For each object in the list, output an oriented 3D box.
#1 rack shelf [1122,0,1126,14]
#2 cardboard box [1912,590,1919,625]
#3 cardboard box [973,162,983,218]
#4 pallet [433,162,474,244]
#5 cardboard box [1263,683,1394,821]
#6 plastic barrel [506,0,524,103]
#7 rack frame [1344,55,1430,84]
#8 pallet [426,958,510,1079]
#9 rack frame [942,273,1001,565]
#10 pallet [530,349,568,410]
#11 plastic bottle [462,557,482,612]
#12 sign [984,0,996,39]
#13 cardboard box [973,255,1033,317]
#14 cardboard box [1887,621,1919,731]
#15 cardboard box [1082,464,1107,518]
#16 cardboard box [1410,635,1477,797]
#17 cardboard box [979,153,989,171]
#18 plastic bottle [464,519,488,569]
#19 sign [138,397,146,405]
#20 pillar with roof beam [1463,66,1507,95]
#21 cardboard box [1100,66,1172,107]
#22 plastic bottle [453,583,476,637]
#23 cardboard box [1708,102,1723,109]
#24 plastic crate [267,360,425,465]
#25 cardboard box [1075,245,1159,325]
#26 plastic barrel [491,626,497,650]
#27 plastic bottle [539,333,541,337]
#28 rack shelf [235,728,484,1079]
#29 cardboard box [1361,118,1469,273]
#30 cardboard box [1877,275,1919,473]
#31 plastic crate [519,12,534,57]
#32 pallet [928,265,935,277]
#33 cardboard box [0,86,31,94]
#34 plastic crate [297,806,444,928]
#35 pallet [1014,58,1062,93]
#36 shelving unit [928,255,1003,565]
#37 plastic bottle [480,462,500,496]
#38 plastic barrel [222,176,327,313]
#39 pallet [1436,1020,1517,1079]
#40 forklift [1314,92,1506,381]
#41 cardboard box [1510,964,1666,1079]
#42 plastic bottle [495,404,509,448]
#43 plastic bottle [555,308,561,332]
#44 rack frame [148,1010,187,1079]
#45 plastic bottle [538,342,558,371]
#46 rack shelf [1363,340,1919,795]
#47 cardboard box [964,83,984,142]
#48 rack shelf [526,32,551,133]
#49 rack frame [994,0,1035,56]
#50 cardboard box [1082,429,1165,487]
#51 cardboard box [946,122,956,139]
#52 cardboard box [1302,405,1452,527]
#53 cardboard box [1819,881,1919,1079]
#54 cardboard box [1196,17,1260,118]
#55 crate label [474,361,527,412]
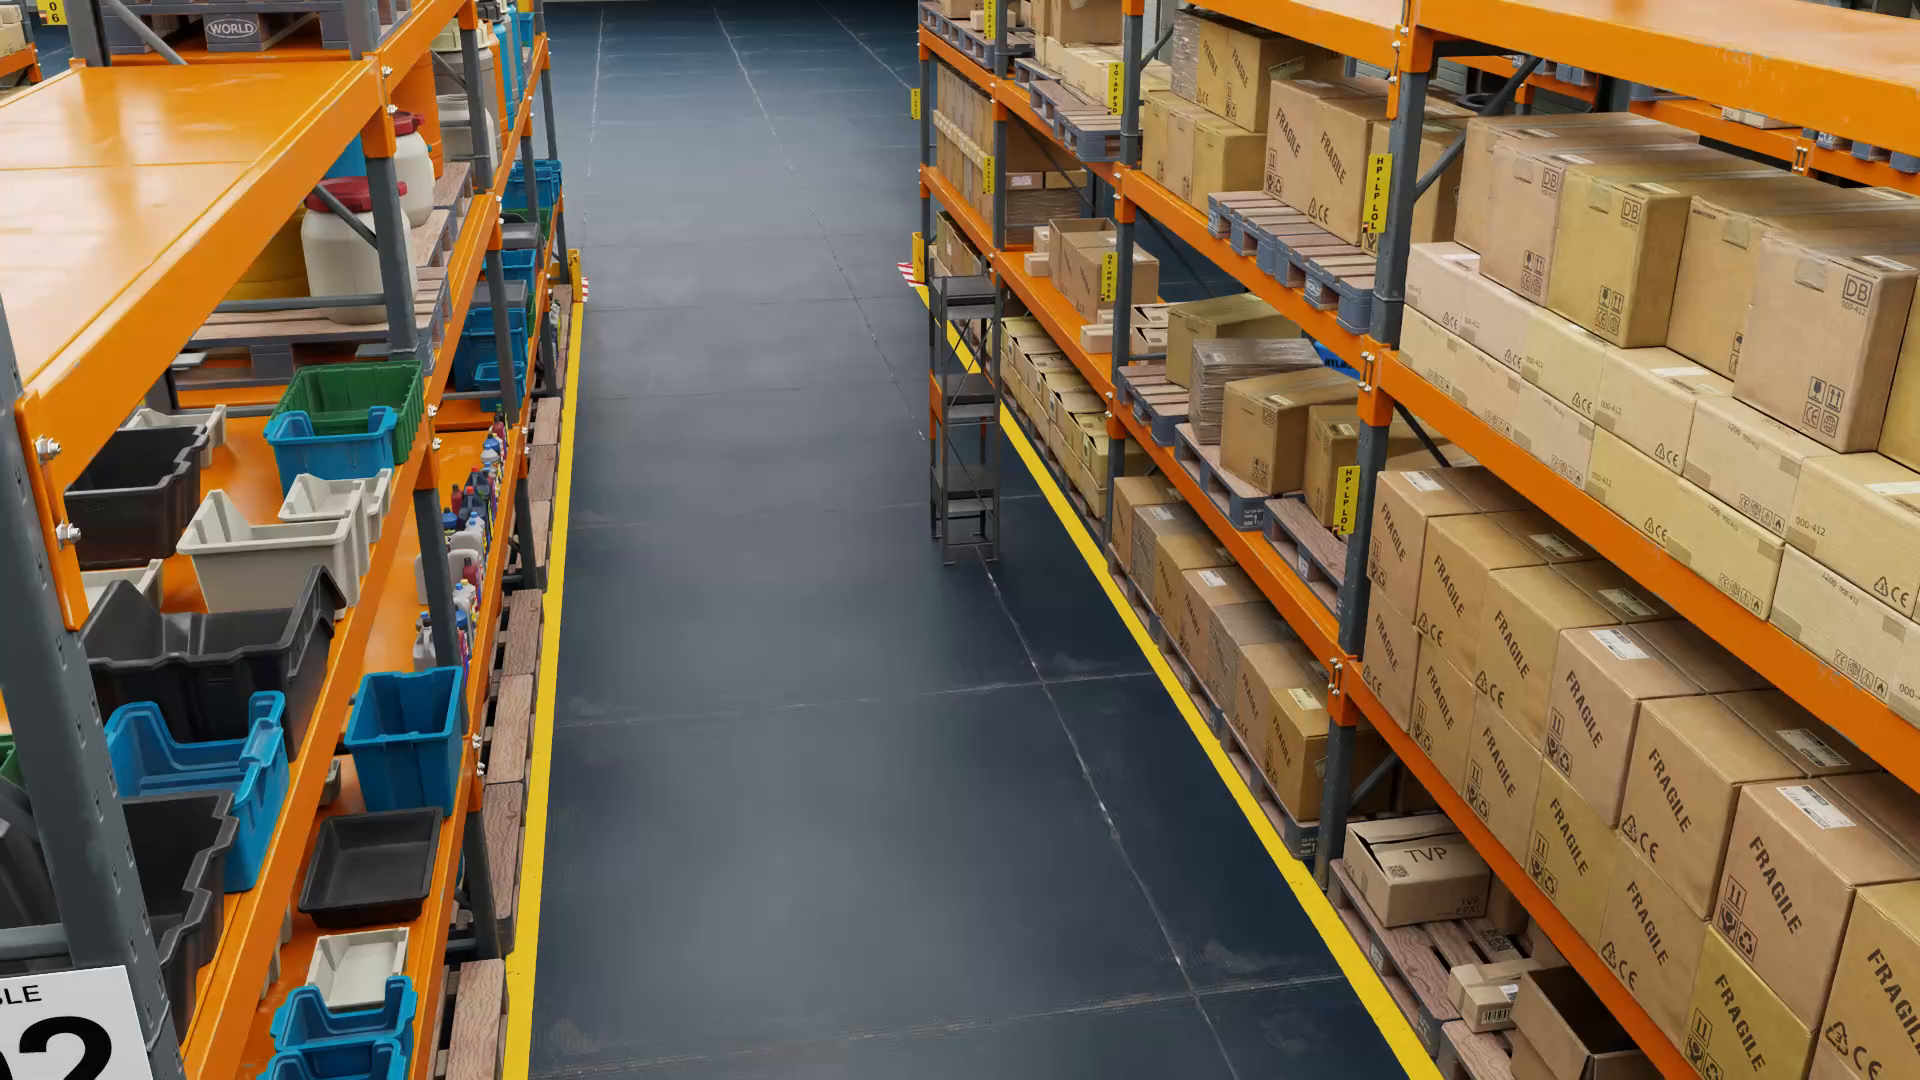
[{"bbox_3d":[1.168,-4.285,12.216,1.077,0.370,4.000,-4,24,-10],"label":"rack shelf"},{"bbox_3d":[2.672,0.167,3.935,0.500,0.250,0.500,-4,24,-10],"label":"cardboard box"},{"bbox_3d":[0.517,-3.460,16.299,0.700,0.500,0.500,-4,24,-9],"label":"cardboard box"},{"bbox_3d":[-3.285,-1.877,9.287,1.003,0.211,1.213,-4,24,-10],"label":"pallet"},{"bbox_3d":[1.905,1.083,8.597,0.500,0.500,0.500,-4,24,-10],"label":"cardboard box"},{"bbox_3d":[-3.763,-3.890,13.036,0.600,0.901,0.708,-4,24,-10],"label":"plastic barrel"},{"bbox_3d":[4.926,-4.777,19.439,1.000,3.000,0.127,-4,24,-10],"label":"rack frame"},{"bbox_3d":[-2.417,2.241,6.855,1.003,0.211,1.213,-4,24,-10],"label":"pallet"},{"bbox_3d":[0.076,-0.801,11.461,0.400,2.100,0.015,-4,24,-10],"label":"rack frame"},{"bbox_3d":[-4.153,-1.459,15.328,1.003,0.211,1.213,-4,24,-10],"label":"pallet"},{"bbox_3d":[-2.404,0.205,8.178,0.061,0.283,0.133,-4,24,-10],"label":"plastic bottle"},{"bbox_3d":[0.253,-4.441,14.179,0.100,0.325,0.005,-4,24,-10],"label":"sign"},{"bbox_3d":[0.417,-2.475,16.143,0.500,0.500,0.500,-4,24,-10],"label":"cardboard box"},{"bbox_3d":[2.663,0.397,4.034,0.500,0.250,0.500,-4,24,-10],"label":"cardboard box"},{"bbox_3d":[1.201,-0.383,12.290,0.500,0.250,0.500,-4,24,-8],"label":"cardboard box"},{"bbox_3d":[2.202,0.688,6.803,0.500,0.500,0.500,-4,24,-9],"label":"cardboard box"},{"bbox_3d":[0.394,-3.573,15.747,0.380,0.149,0.250,-4,24,-10],"label":"cardboard box"},{"bbox_3d":[-2.511,0.022,8.612,0.097,0.271,0.097,0,24,0],"label":"plastic bottle"},{"bbox_3d":[-3.132,-0.662,6.259,0.100,0.325,0.005,-4,24,-10],"label":"sign"},{"bbox_3d":[1.675,-6.996,17.025,9.100,9.000,0.400,-4,24,-10],"label":"pillar with roof beam"},{"bbox_3d":[1.284,-3.139,11.605,0.500,0.250,0.500,-4,24,-8],"label":"cardboard box"},{"bbox_3d":[-2.364,0.334,7.899,0.097,0.271,0.097,0,24,0],"label":"plastic bottle"},{"bbox_3d":[6.257,-3.578,12.792,0.797,0.503,0.637,-1,24,-2],"label":"cardboard box"},{"bbox_3d":[-2.215,-0.457,6.064,0.450,0.188,0.662,-4,24,-10],"label":"plastic crate"},{"bbox_3d":[1.212,-1.966,12.880,0.500,0.500,0.500,-6,24,-13],"label":"cardboard box"},{"bbox_3d":[-3.031,0.458,10.038,0.421,0.512,0.421,0,24,0],"label":"plastic barrel"},{"bbox_3d":[-4.066,-1.992,15.917,0.152,0.276,0.135,-4,24,-10],"label":"plastic bottle"},{"bbox_3d":[-2.221,1.793,5.296,1.077,0.370,4.000,-4,24,-10],"label":"rack shelf"},{"bbox_3d":[2.257,-1.551,7.530,0.600,0.600,0.600,-7,24,-15],"label":"cardboard box"},{"bbox_3d":[2.897,-0.397,4.290,0.700,0.500,0.500,-4,24,-10],"label":"cardboard box"},{"bbox_3d":[-4.161,-4.683,15.496,0.392,0.384,0.575,-4,24,-10],"label":"plastic crate"},{"bbox_3d":[0.241,-2.833,18.472,1.003,0.211,1.213,-4,24,-10],"label":"pallet"},{"bbox_3d":[-9.333,-4.119,16.188,0.500,0.500,0.500,-4,24,-10],"label":"cardboard box"},{"bbox_3d":[-2.120,1.196,6.033,0.437,0.125,0.590,-4,24,-10],"label":"plastic crate"},{"bbox_3d":[0.974,-3.776,13.639,0.805,0.209,1.217,-5,24,-12],"label":"pallet"},{"bbox_3d":[0.031,-0.897,11.681,0.431,2.100,0.503,-4,24,-10],"label":"shelving unit"},{"bbox_3d":[-2.700,-0.349,9.550,0.097,0.201,0.097,0,24,0],"label":"plastic bottle"},{"bbox_3d":[-2.959,-1.321,7.018,0.600,0.588,0.600,0,24,0],"label":"plastic barrel"},{"bbox_3d":[2.633,2.341,6.627,1.003,0.211,1.213,-4,24,-10],"label":"pallet"},{"bbox_3d":[4.373,-1.898,12.934,3.031,2.935,1.130,9,25,20],"label":"forklift"},{"bbox_3d":[2.630,1.993,6.509,0.797,0.503,0.637,-4,24,-10],"label":"cardboard box"},{"bbox_3d":[-2.836,-0.716,10.286,0.061,0.283,0.133,-4,24,-10],"label":"plastic bottle"},{"bbox_3d":[-3.994,-2.151,16.281,0.152,0.276,0.135,-5,24,-11],"label":"plastic bottle"},{"bbox_3d":[-1.851,2.250,3.350,1.000,3.000,0.127,-4,24,-10],"label":"rack frame"},{"bbox_3d":[-3.785,-1.706,15.263,0.152,0.276,0.135,-3,24,-8],"label":"plastic bottle"},{"bbox_3d":[2.648,0.053,5.531,1.077,0.370,4.000,-4,24,-10],"label":"rack shelf"},{"bbox_3d":[0.432,-4.242,16.468,0.700,0.500,0.500,-4,24,-10],"label":"cardboard box"},{"bbox_3d":[-4.440,-4.302,15.502,1.077,0.370,4.000,-4,24,-10],"label":"rack shelf"},{"bbox_3d":[0.799,-5.584,13.793,1.000,3.000,0.127,-4,24,-10],"label":"rack frame"},{"bbox_3d":[1.199,-0.639,12.175,0.500,0.311,0.500,-4,24,-8],"label":"cardboard box"},{"bbox_3d":[0.061,-4.280,17.366,0.380,0.149,0.250,-5,24,-11],"label":"cardboard box"},{"bbox_3d":[2.221,-0.395,8.758,0.700,0.500,0.500,-1,24,-1],"label":"cardboard box"},{"bbox_3d":[2.665,1.226,4.320,0.500,0.500,0.500,-5,24,-10],"label":"cardboard box"},{"bbox_3d":[1.707,-2.768,9.717,0.500,0.500,0.500,-4,24,-10],"label":"cardboard box"},{"bbox_3d":[-3.040,-1.013,11.032,0.303,0.233,0.416,-4,24,-10],"label":"crate label"}]
